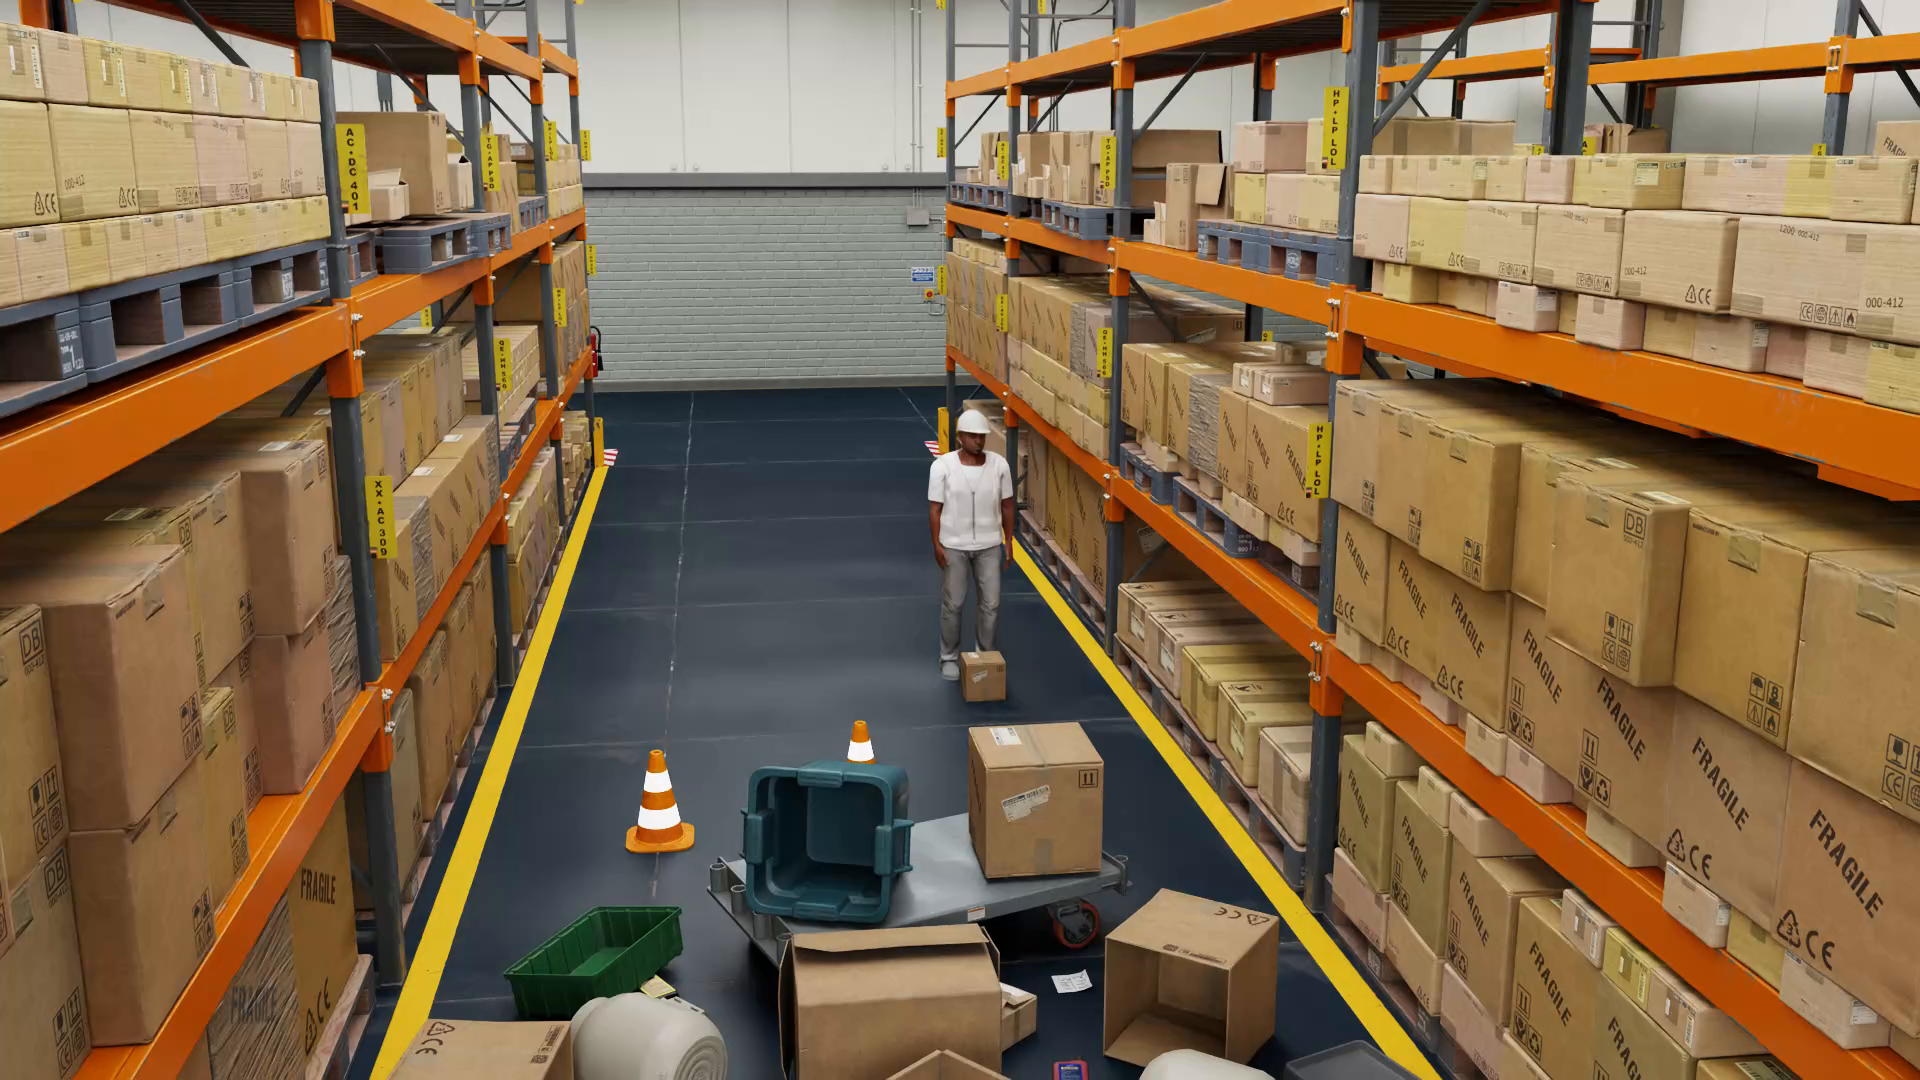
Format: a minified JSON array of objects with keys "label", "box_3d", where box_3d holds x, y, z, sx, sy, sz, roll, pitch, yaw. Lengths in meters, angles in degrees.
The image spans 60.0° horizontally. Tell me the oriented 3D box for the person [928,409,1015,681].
[{"label":"person","box_3d":[0.082,0.032,10.821,0.565,1.767,0.371,-2,13,-10]}]
